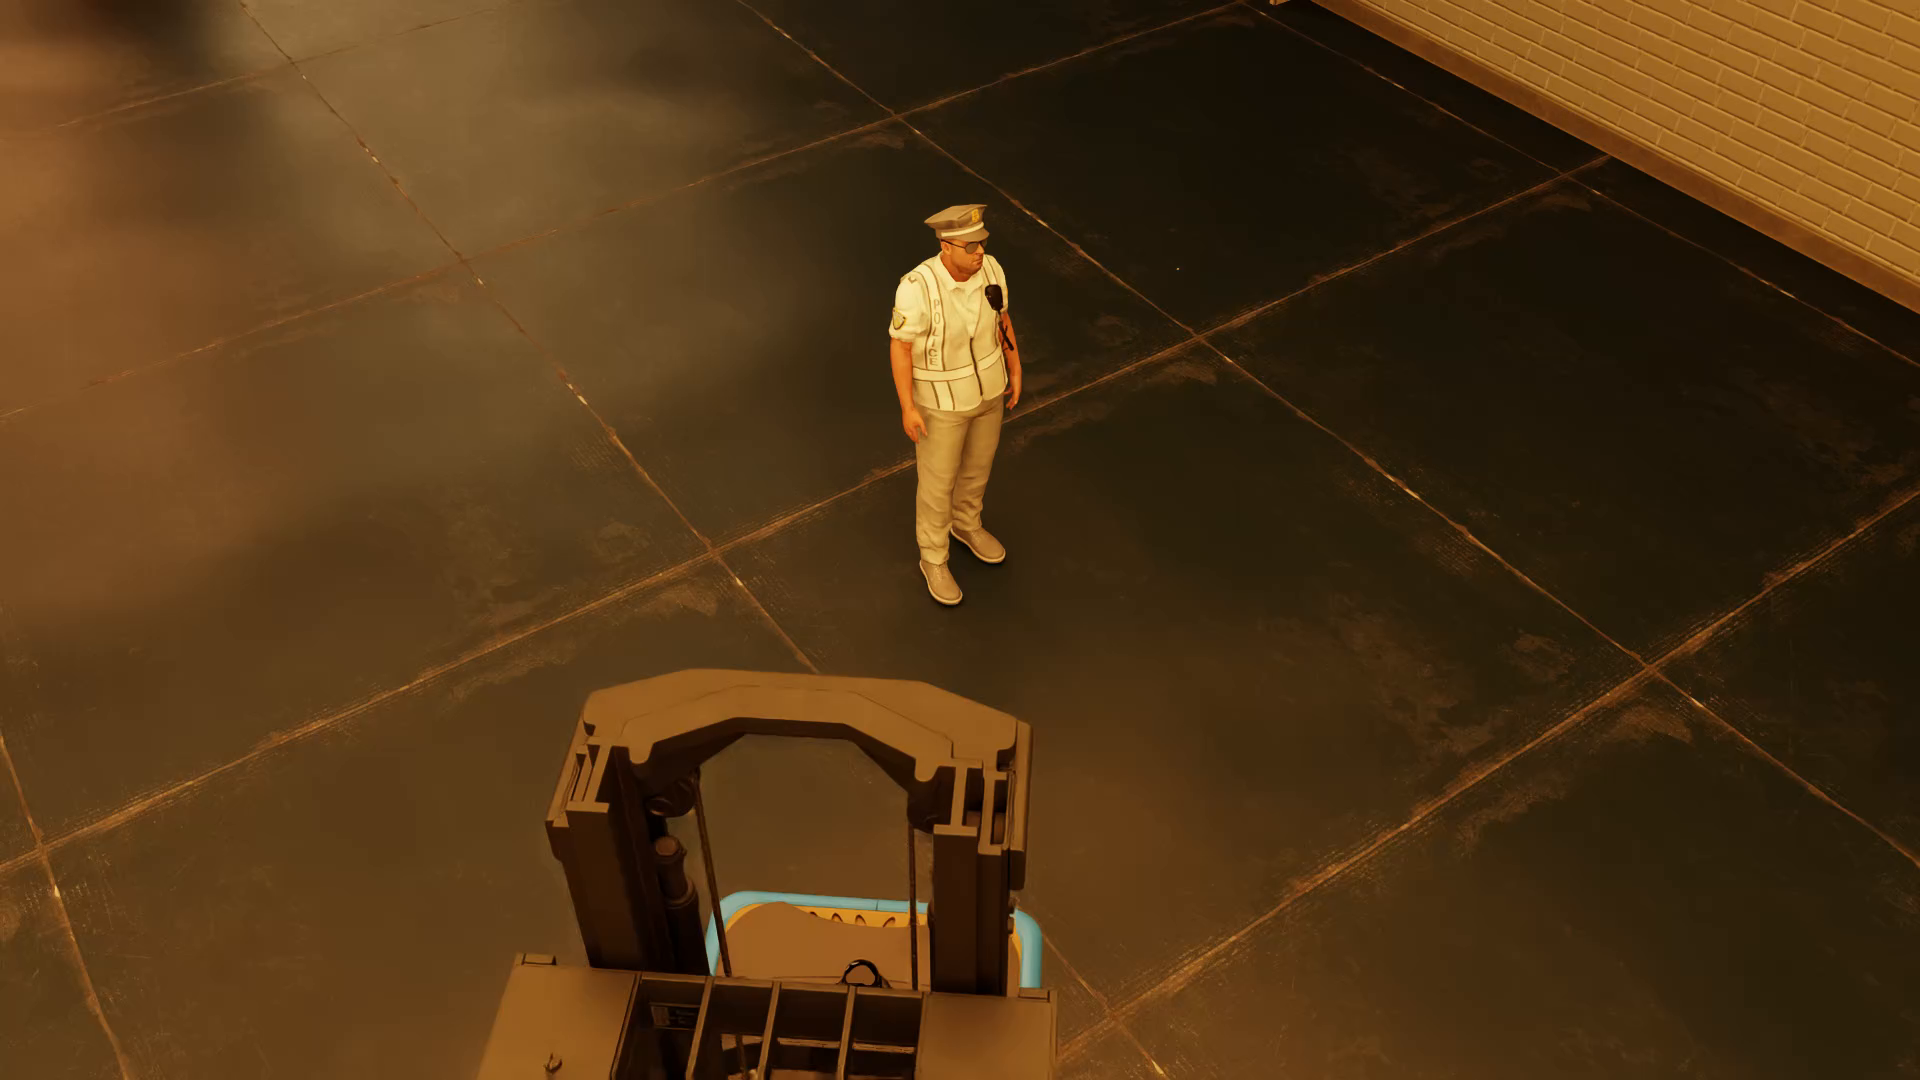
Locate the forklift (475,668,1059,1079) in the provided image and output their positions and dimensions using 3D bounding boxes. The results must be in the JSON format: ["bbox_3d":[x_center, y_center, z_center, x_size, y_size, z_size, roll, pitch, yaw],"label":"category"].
[{"bbox_3d":[-0.370,1.812,3.749,1.130,2.935,3.031,3,43,3],"label":"forklift"}]

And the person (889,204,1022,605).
[{"bbox_3d":[0.035,-0.613,7.217,0.641,1.780,0.574,-25,48,-25],"label":"person"}]
